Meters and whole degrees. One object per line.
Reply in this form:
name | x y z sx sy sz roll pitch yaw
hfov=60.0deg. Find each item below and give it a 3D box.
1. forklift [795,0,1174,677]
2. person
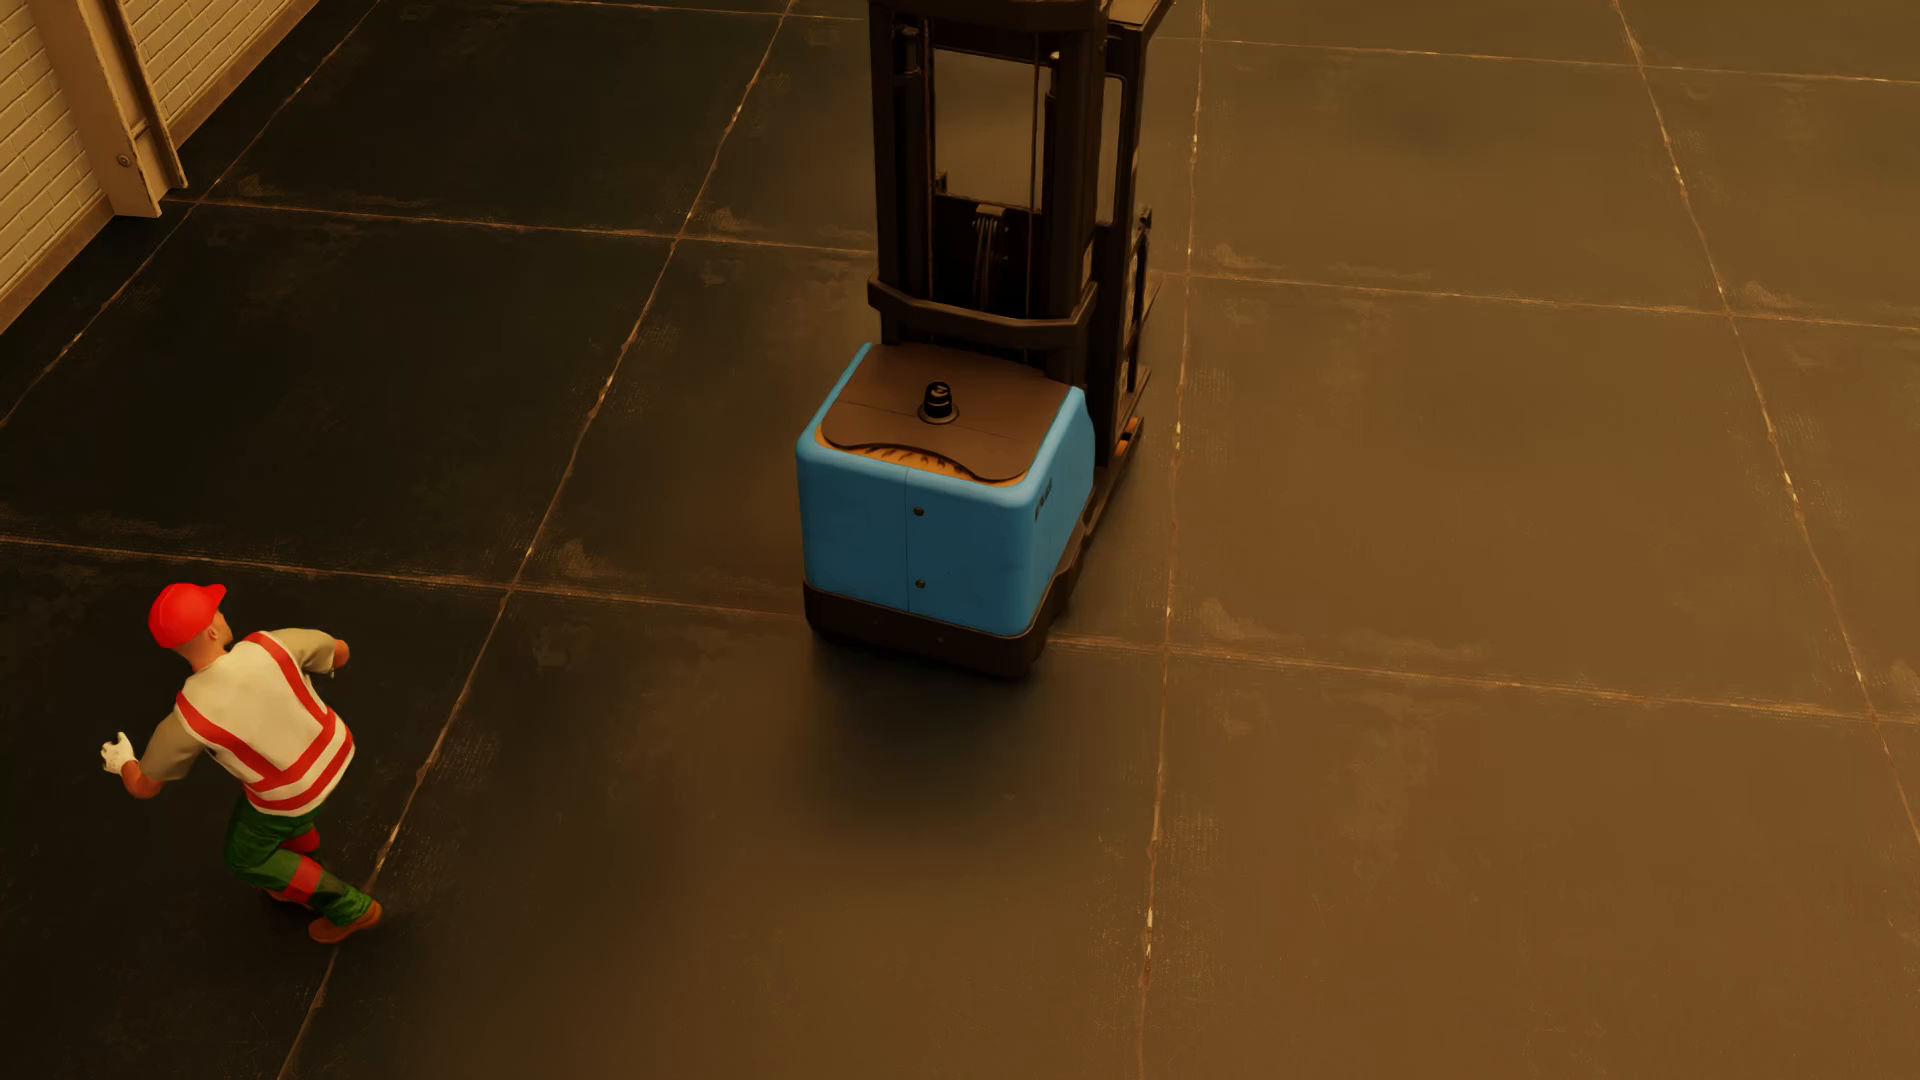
forklift | 0.287 -1.500 7.357 1.130 2.935 3.031 14 44 14
person | -2.493 0.740 5.851 0.784 1.663 0.859 15 45 16
